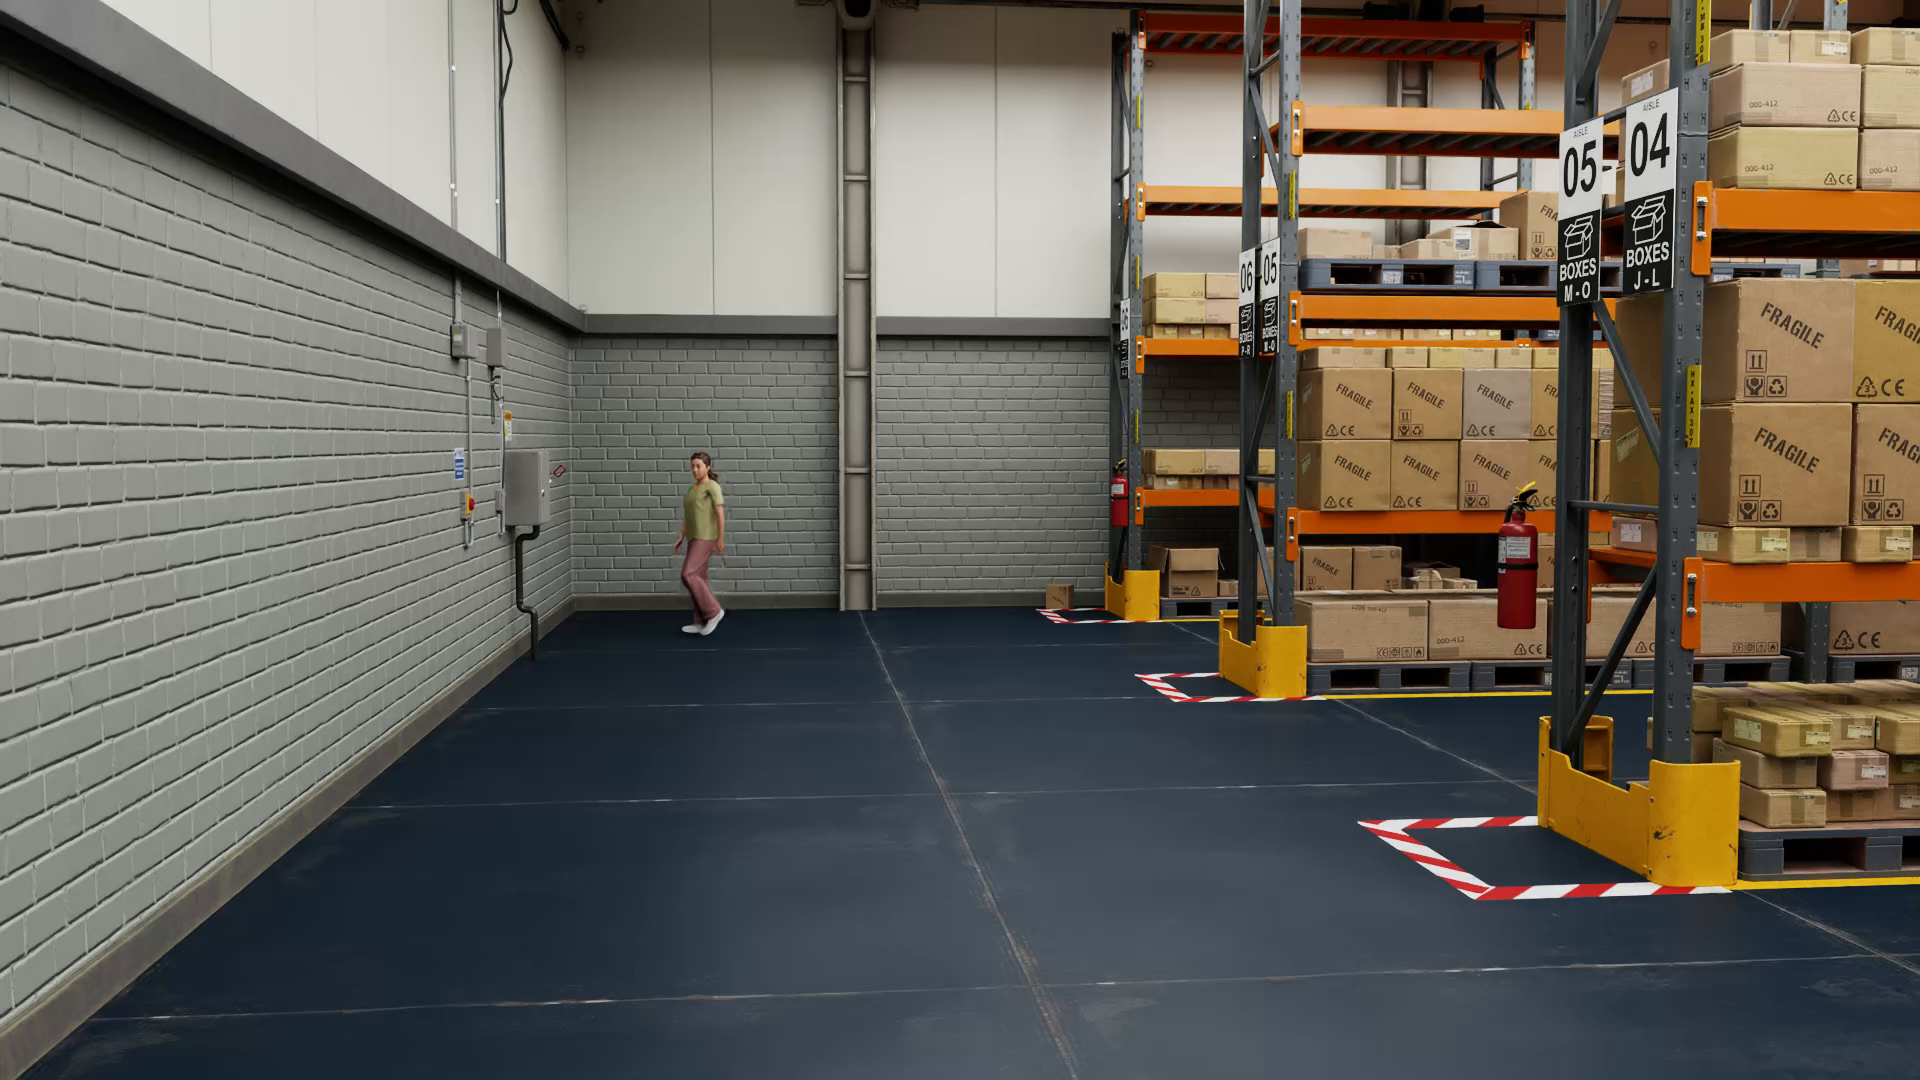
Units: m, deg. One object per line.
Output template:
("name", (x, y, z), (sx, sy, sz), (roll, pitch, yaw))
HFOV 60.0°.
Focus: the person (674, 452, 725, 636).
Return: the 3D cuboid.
("person", (-2.407, 0.030, 15.272), (0.437, 1.682, 0.464), (-2, 4, -33))
